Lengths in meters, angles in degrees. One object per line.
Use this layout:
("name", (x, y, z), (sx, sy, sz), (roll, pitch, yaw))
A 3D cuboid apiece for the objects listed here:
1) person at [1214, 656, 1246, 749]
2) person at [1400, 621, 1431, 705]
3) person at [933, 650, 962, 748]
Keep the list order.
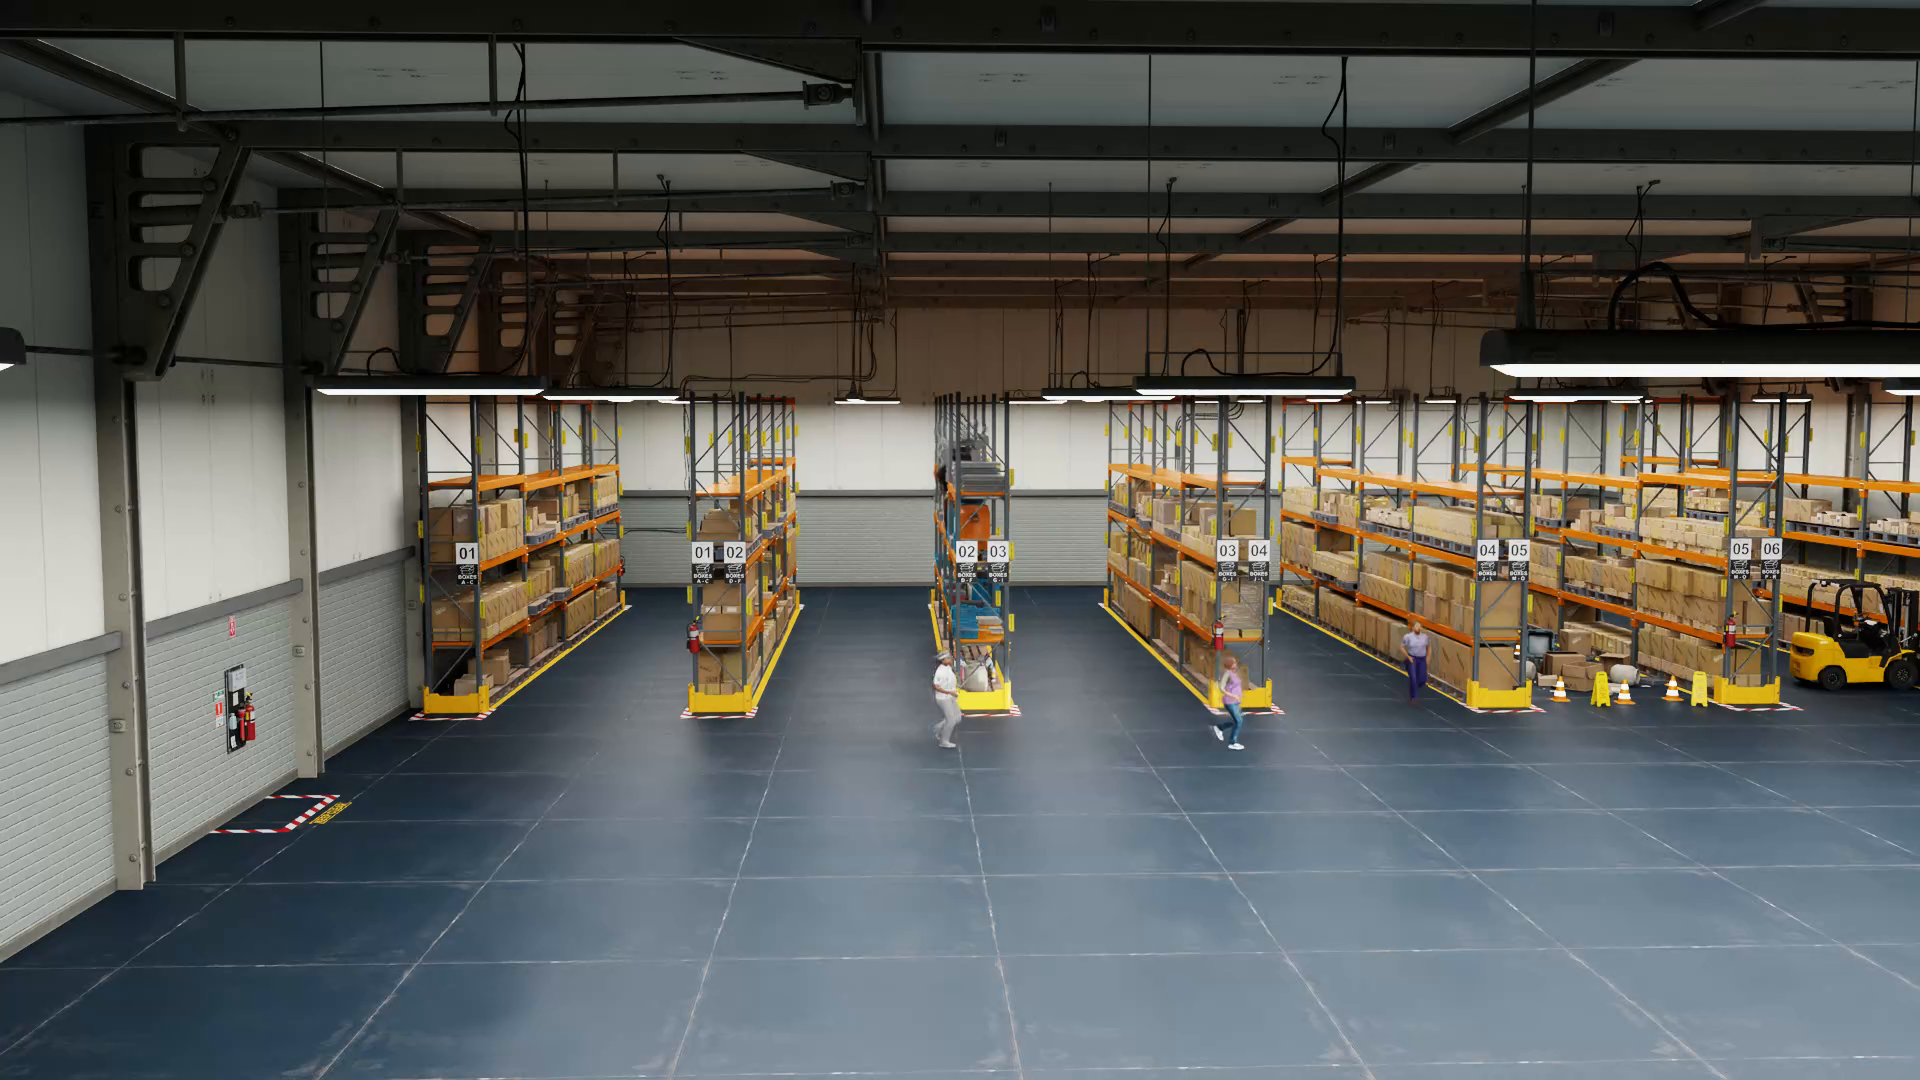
("person", (4.498, 2.717, 27.848), (0.564, 1.547, 0.536), (3, 5, 31))
("person", (8.807, 2.357, 32.170), (0.642, 1.613, 0.577), (-1, 5, -9))
("person", (-0.230, 2.658, 27.944), (0.578, 1.651, 0.572), (2, 5, 24))
